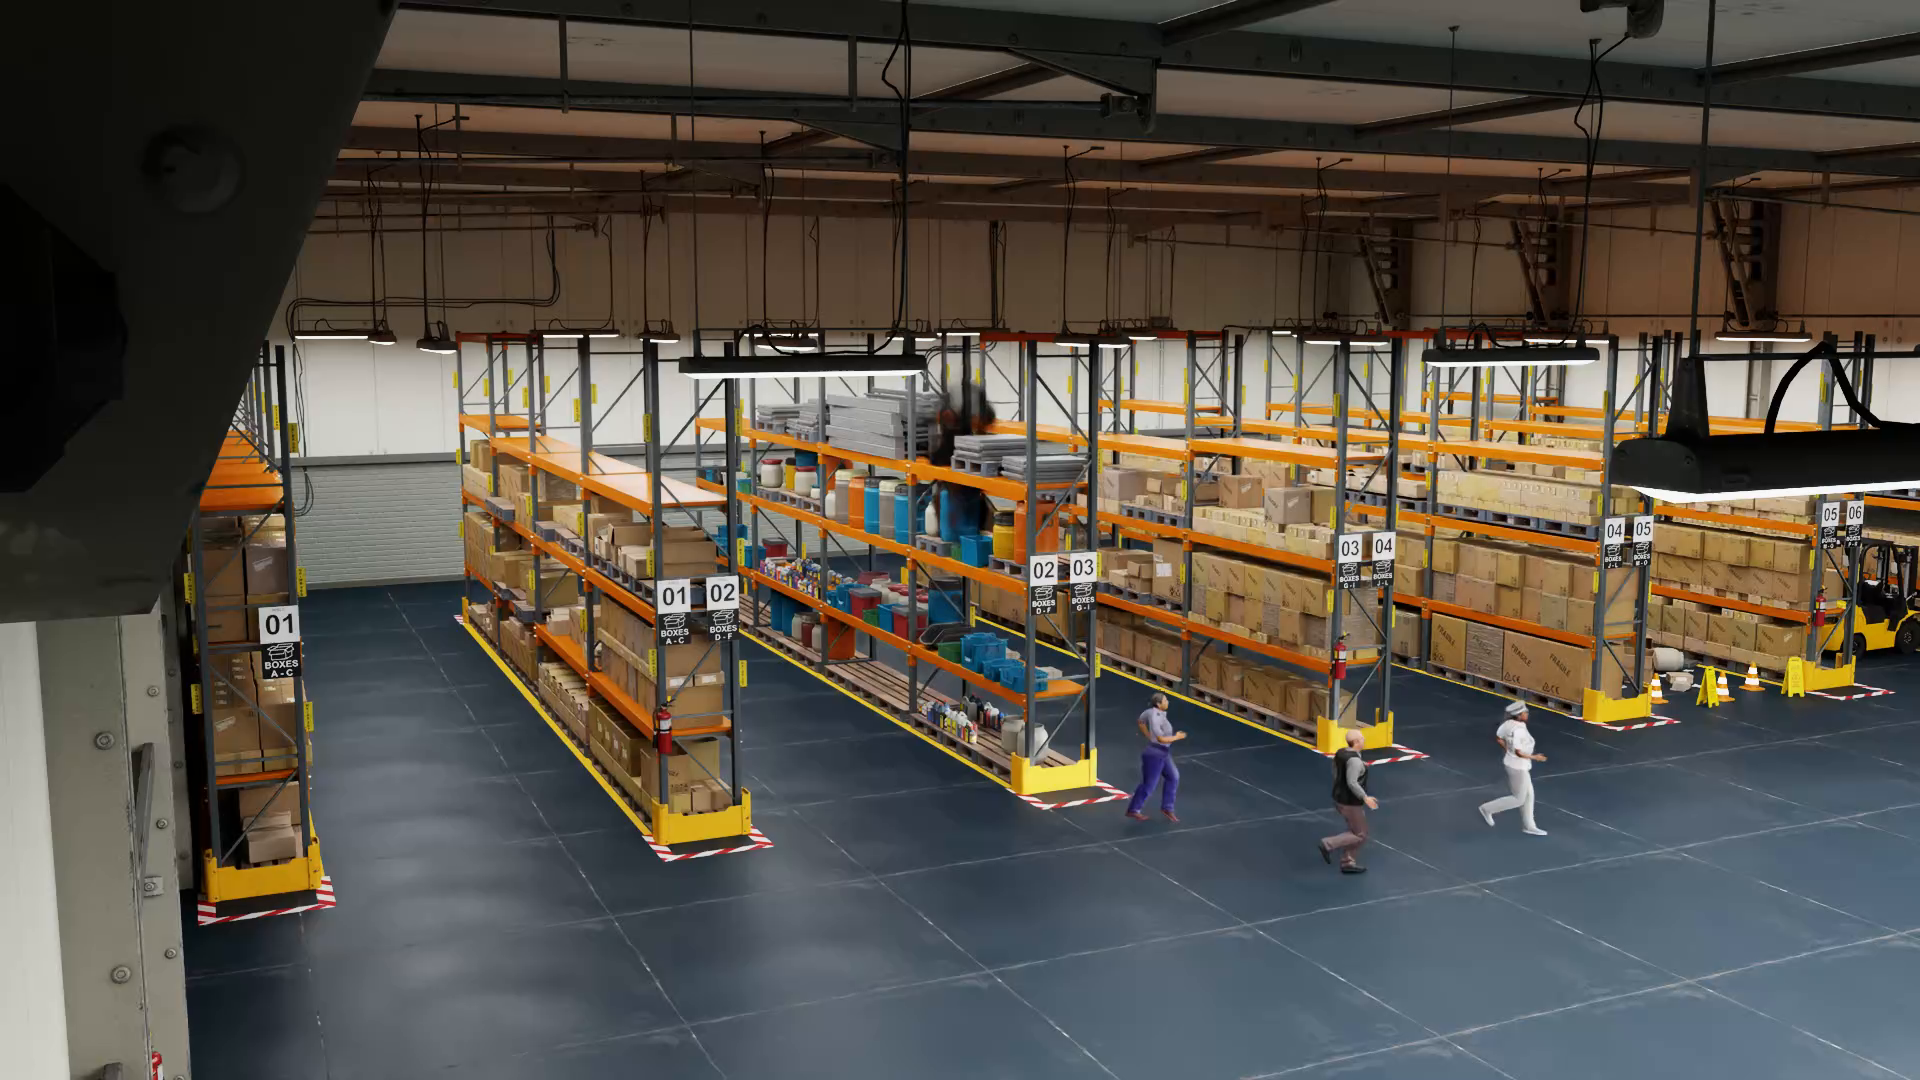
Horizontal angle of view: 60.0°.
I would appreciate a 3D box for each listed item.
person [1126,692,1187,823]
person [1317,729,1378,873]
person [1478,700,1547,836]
[{"bbox_3d":[2.456,2.743,20.771,0.736,1.699,0.609,1,8,9],"label":"person"},{"bbox_3d":[4.371,2.975,18.894,0.603,1.675,0.647,-1,8,-5],"label":"person"},{"bbox_3d":[6.761,2.779,20.279,0.851,1.692,0.579,1,8,5],"label":"person"}]
